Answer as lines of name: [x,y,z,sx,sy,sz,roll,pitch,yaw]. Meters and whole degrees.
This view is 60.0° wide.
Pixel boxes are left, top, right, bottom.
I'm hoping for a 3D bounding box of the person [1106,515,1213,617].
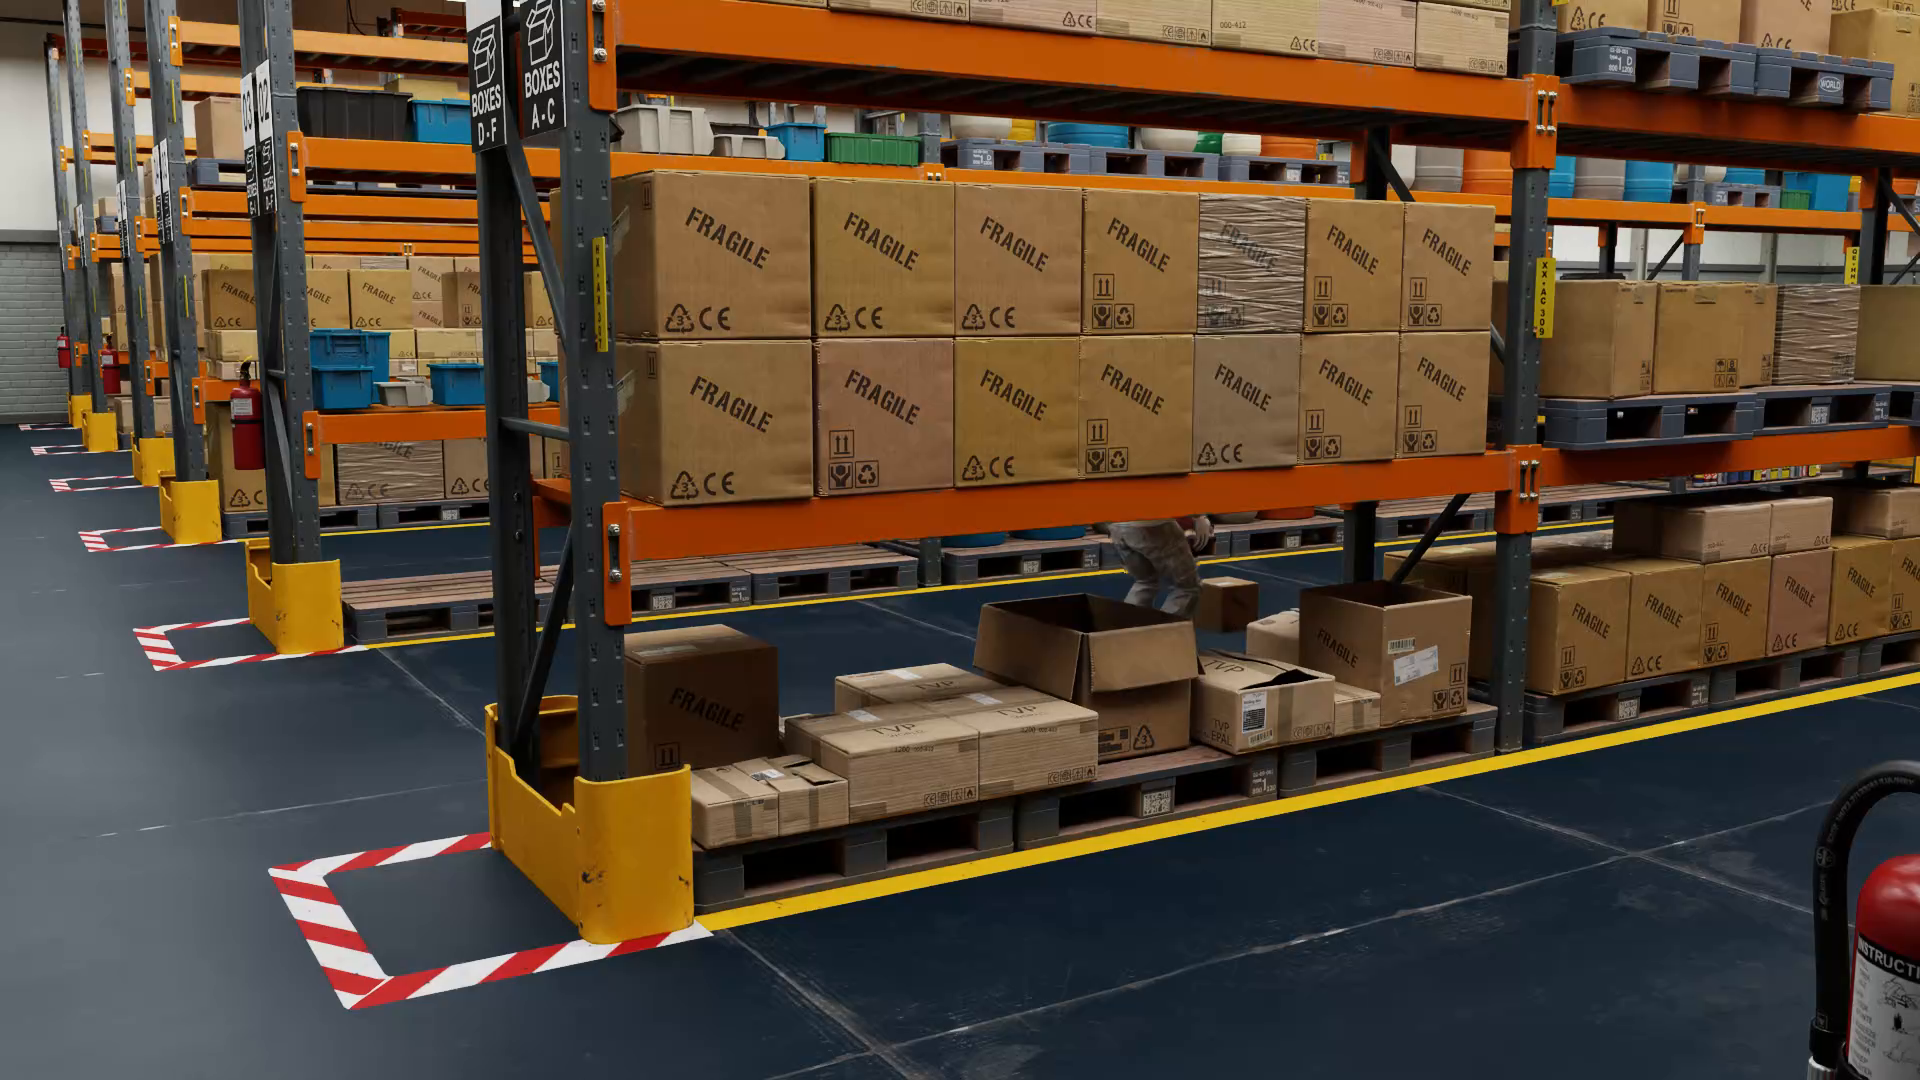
person: [1.006,-0.106,8.580,0.606,1.624,0.596,-5,9,-30]
